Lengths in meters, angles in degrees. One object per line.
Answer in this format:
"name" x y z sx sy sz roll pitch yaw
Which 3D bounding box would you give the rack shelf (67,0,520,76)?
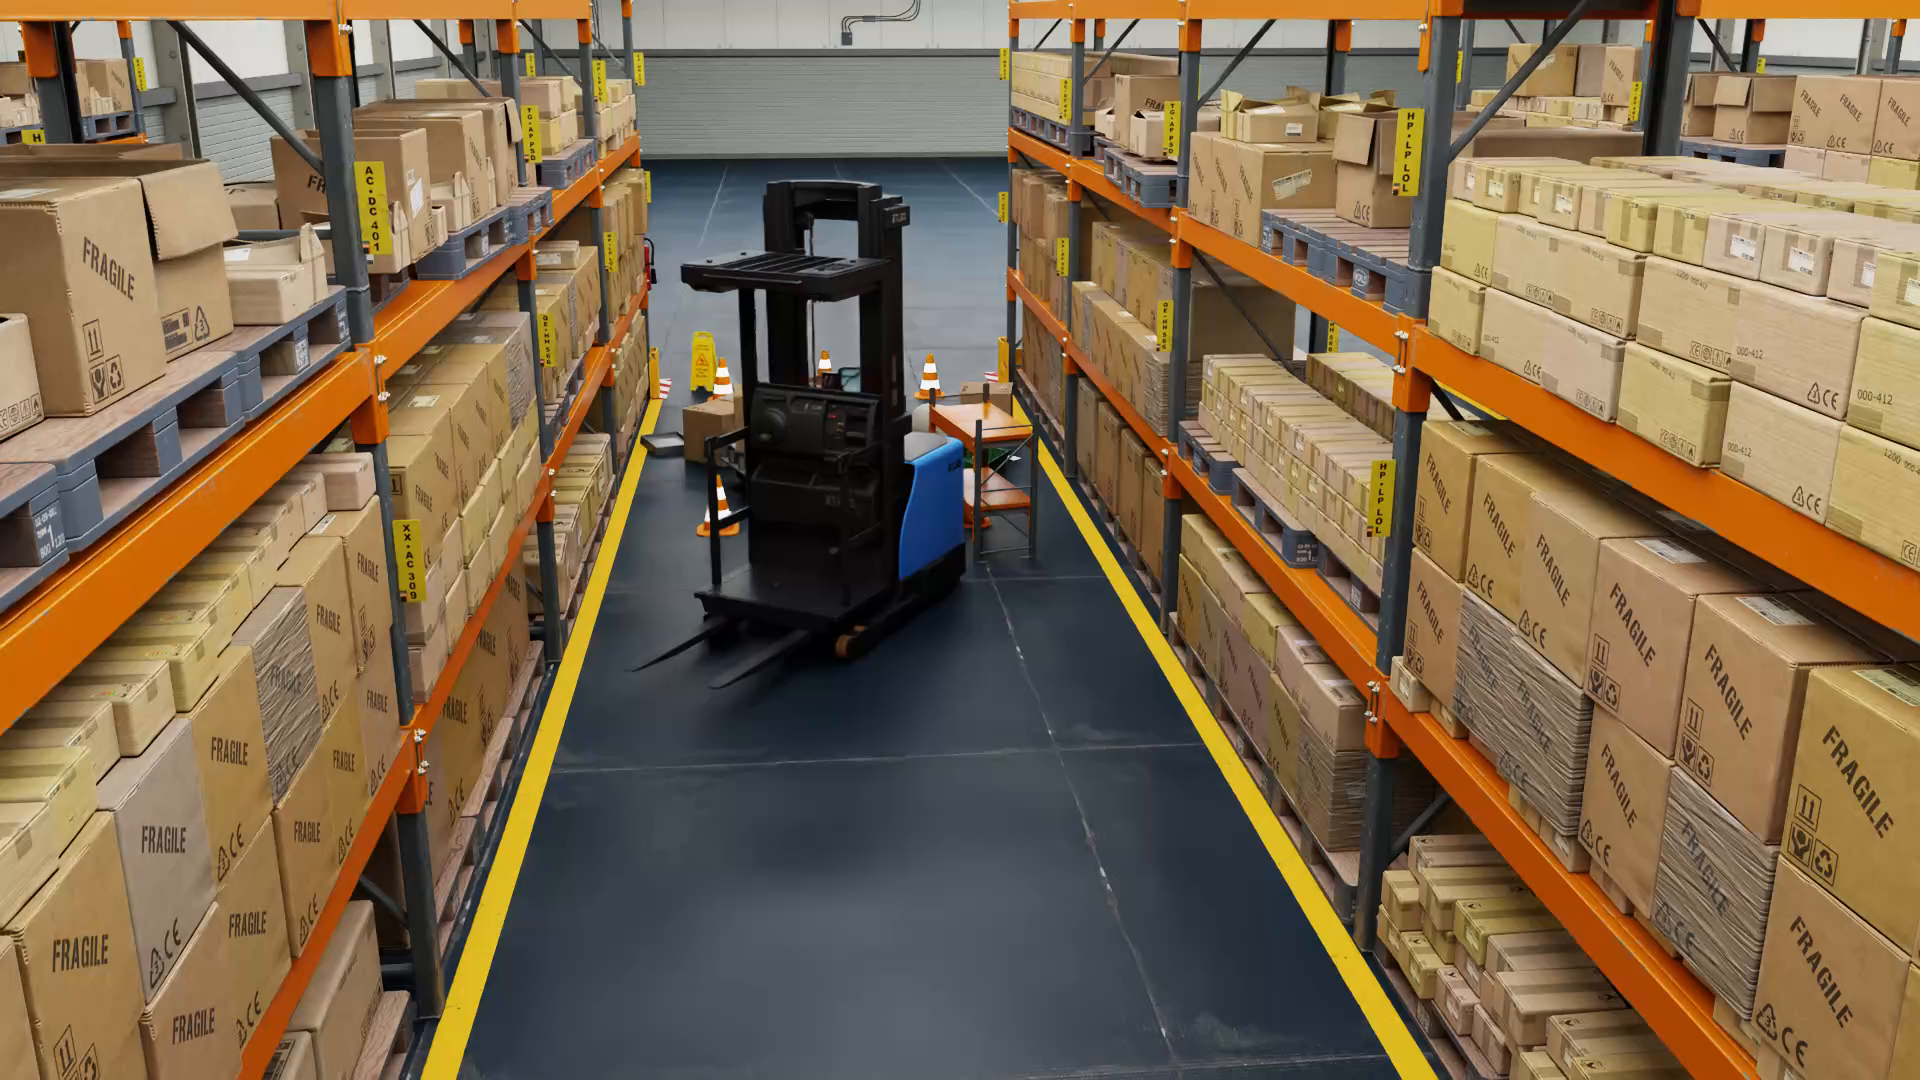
"rack shelf" -2.853 -2.375 7.588 1.077 0.370 4.000 -2 18 -6

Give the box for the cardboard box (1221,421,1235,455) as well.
"cardboard box" 1.755 -0.606 9.819 0.380 0.149 0.250 -1 17 -3

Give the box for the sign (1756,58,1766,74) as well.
"sign" 6.937 -4.025 14.460 0.100 0.325 0.005 -2 18 -6

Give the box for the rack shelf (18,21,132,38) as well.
"rack shelf" -8.615 -4.604 14.688 1.077 0.370 4.000 -2 18 -6

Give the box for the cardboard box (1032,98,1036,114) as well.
"cardboard box" 0.902 -4.205 16.106 0.380 0.149 0.250 -2 18 -5

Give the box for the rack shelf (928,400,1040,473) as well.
"rack shelf" 0.171 -0.813 12.856 0.538 0.278 1.000 -6 20 -20

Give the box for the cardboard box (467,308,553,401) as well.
"cardboard box" -2.876 -1.174 10.544 0.500 0.500 0.500 -2 18 -7

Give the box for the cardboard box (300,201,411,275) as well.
"cardboard box" -2.351 -1.178 6.438 0.396 0.266 0.258 -2 18 -6

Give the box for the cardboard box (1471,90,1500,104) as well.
"cardboard box" 5.771 -4.793 18.013 0.380 0.149 0.250 -2 18 -6

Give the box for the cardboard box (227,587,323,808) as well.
"cardboard box" -2.218 0.459 4.871 0.500 0.500 0.500 -2 17 -5

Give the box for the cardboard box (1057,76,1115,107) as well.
"cardboard box" 1.135 -3.906 14.488 0.500 0.250 0.500 -2 18 -6

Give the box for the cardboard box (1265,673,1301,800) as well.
"cardboard box" 1.887 0.993 8.480 0.500 0.500 0.500 -2 18 -7

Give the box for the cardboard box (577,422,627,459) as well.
"cardboard box" -3.264 -0.907 14.948 0.500 0.250 0.500 -3 18 -8

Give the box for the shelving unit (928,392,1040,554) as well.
"shelving unit" 0.167 -0.537 12.952 0.538 0.981 1.030 -6 20 -20

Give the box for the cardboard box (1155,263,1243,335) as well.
"cardboard box" 1.764 -1.635 11.542 0.700 0.500 0.500 -2 18 -6

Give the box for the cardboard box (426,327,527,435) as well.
"cardboard box" -2.685 -0.869 9.101 0.500 0.500 0.500 -1 17 -5

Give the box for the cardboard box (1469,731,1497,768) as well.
"cardboard box" 2.150 0.733 6.255 0.380 0.149 0.250 -3 18 -8

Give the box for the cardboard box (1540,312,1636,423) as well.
"cardboard box" 2.146 -0.543 5.141 0.500 0.250 0.500 -1 17 -3

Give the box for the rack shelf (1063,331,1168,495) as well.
"rack shelf" 1.647 -1.078 12.805 1.077 0.370 4.000 -2 18 -6

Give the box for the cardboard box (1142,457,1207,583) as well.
"cardboard box" 1.880 -0.137 11.660 1.050 0.750 0.750 -2 18 -6

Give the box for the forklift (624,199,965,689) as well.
"forklift" -1.056 -0.730 10.757 1.129 2.843 3.031 8 19 25

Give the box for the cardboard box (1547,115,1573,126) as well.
"cardboard box" 5.977 -3.936 15.948 0.500 0.250 0.500 -2 18 -6

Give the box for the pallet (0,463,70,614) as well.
"pallet" -2.321 0.131 2.892 1.003 0.211 1.213 -2 18 -6

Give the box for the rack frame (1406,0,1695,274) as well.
"rack frame" 2.266 -2.496 6.105 1.000 3.000 0.127 -2 18 -6

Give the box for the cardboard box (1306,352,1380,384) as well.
"cardboard box" 2.360 -1.058 10.265 0.380 0.149 0.250 -2 18 -8

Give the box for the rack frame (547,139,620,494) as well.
"rack frame" -3.472 -1.835 14.013 1.000 3.000 0.127 -2 18 -6

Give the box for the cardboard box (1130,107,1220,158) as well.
"cardboard box" 1.447 -2.765 11.248 0.500 0.311 0.500 -2 18 -6

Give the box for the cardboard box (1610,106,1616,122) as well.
"cardboard box" 6.127 -3.861 15.044 0.380 0.149 0.250 -2 17 -5

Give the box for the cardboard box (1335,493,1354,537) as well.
"cardboard box" 1.978 -0.121 7.778 0.380 0.149 0.250 -1 17 -3

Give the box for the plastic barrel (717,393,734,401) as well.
"plastic barrel" -2.166 -1.228 16.383 0.512 0.421 0.421 11 21 32

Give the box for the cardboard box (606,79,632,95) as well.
"cardboard box" -3.556 -4.626 16.986 0.380 0.149 0.250 -2 18 -5

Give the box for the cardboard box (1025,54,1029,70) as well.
"cardboard box" 0.850 -4.737 16.470 0.380 0.149 0.250 -2 18 -7

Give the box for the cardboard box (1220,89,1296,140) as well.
"cardboard box" 1.674 -2.387 9.320 0.396 0.266 0.258 -2 18 -6

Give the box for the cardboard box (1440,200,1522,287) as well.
"cardboard box" 2.077 -1.081 6.022 0.500 0.250 0.500 -1 17 -4

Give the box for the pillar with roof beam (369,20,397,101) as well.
"pillar with roof beam" -7.221 -10.995 33.174 9.100 9.000 0.400 -2 18 -6

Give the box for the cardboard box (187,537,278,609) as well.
"cardboard box" -2.258 0.101 4.927 0.380 0.149 0.250 -2 18 -6

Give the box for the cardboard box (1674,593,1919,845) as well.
"cardboard box" 2.269 0.457 4.382 0.500 0.500 0.500 -1 17 -3

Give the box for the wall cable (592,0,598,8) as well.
"wall cable" -9.038 -16.367 47.039 3.097 2.526 0.112 -2 18 -6

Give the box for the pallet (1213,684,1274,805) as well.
"pallet" 2.055 1.100 9.320 1.003 0.211 1.213 -2 18 -6

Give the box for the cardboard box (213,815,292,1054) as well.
"cardboard box" -2.181 1.090 4.529 0.500 0.500 0.500 -1 17 -4

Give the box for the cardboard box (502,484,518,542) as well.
"cardboard box" -2.645 -0.126 8.822 0.500 0.250 0.500 -2 18 -6

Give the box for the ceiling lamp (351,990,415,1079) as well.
"ceiling lamp" -2.646 2.108 6.109 1.003 0.211 1.213 -2 18 -6

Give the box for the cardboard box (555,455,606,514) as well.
"cardboard box" -3.200 -0.269 9.595 0.950 2.239 7.527 -1 17 -2

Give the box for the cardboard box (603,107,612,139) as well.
"cardboard box" -3.308 -3.629 14.474 0.500 0.250 0.500 -2 18 -6

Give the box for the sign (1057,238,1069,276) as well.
"sign" 8.833 -2.715 15.129 16.064 0.392 0.098 -2 18 -6

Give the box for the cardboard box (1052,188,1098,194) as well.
"cardboard box" 1.346 -3.041 15.801 0.875 0.550 0.550 -2 18 -6

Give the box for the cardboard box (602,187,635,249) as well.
"cardboard box" -3.358 -2.942 15.208 0.700 0.500 0.500 -2 18 -7

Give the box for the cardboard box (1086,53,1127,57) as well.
"cardboard box" 1.480 -4.831 16.771 0.380 0.149 0.250 -1 17 -5

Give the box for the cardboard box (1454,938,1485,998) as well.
"cardboard box" 2.162 1.646 6.489 0.380 0.149 0.250 -2 18 -6

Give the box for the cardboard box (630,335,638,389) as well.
"cardboard box" -3.440 -1.736 16.336 0.500 0.500 0.500 -2 18 -7

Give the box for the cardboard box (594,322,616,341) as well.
"cardboard box" -3.186 -1.818 14.381 0.380 0.149 0.250 -2 18 -6

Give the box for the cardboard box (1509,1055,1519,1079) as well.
"cardboard box" 2.227 1.949 6.020 0.380 0.149 0.250 -3 18 -8

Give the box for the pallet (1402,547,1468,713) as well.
"pallet" 11.757 -1.614 11.119 20.827 1.712 8.533 -2 18 -6
